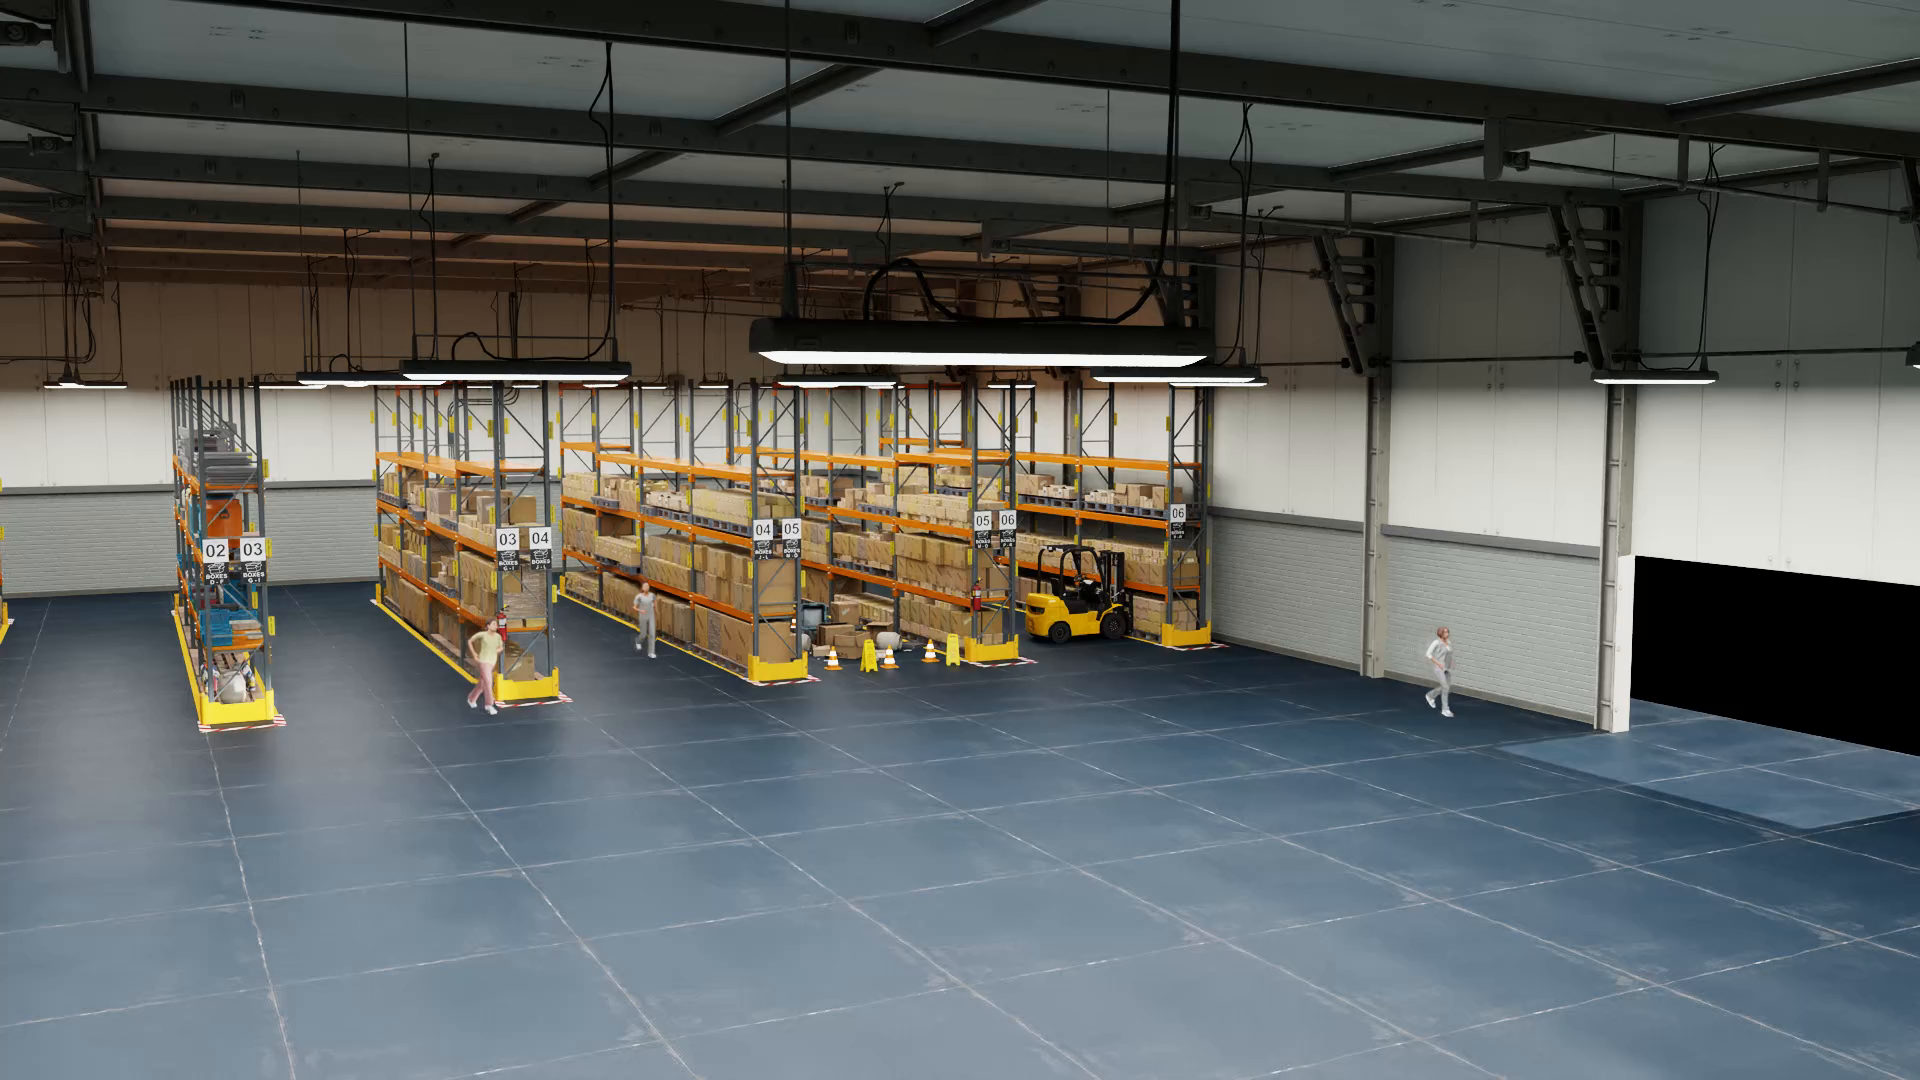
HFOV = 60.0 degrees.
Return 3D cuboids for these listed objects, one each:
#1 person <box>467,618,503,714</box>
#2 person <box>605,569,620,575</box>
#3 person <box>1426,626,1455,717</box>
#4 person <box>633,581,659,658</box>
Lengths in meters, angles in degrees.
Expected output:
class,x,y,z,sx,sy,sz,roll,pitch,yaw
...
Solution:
class,x,y,z,sx,sy,sz,roll,pitch,yaw
person,-8.465,2.226,29.874,0.923,1.664,0.576,4,6,35
person,-10.281,0.542,48.743,0.530,1.700,0.684,2,6,26
person,8.522,2.317,29.541,0.550,1.589,0.664,-3,6,-34
person,-6.767,1.702,35.947,0.584,1.633,0.970,-3,6,-30
